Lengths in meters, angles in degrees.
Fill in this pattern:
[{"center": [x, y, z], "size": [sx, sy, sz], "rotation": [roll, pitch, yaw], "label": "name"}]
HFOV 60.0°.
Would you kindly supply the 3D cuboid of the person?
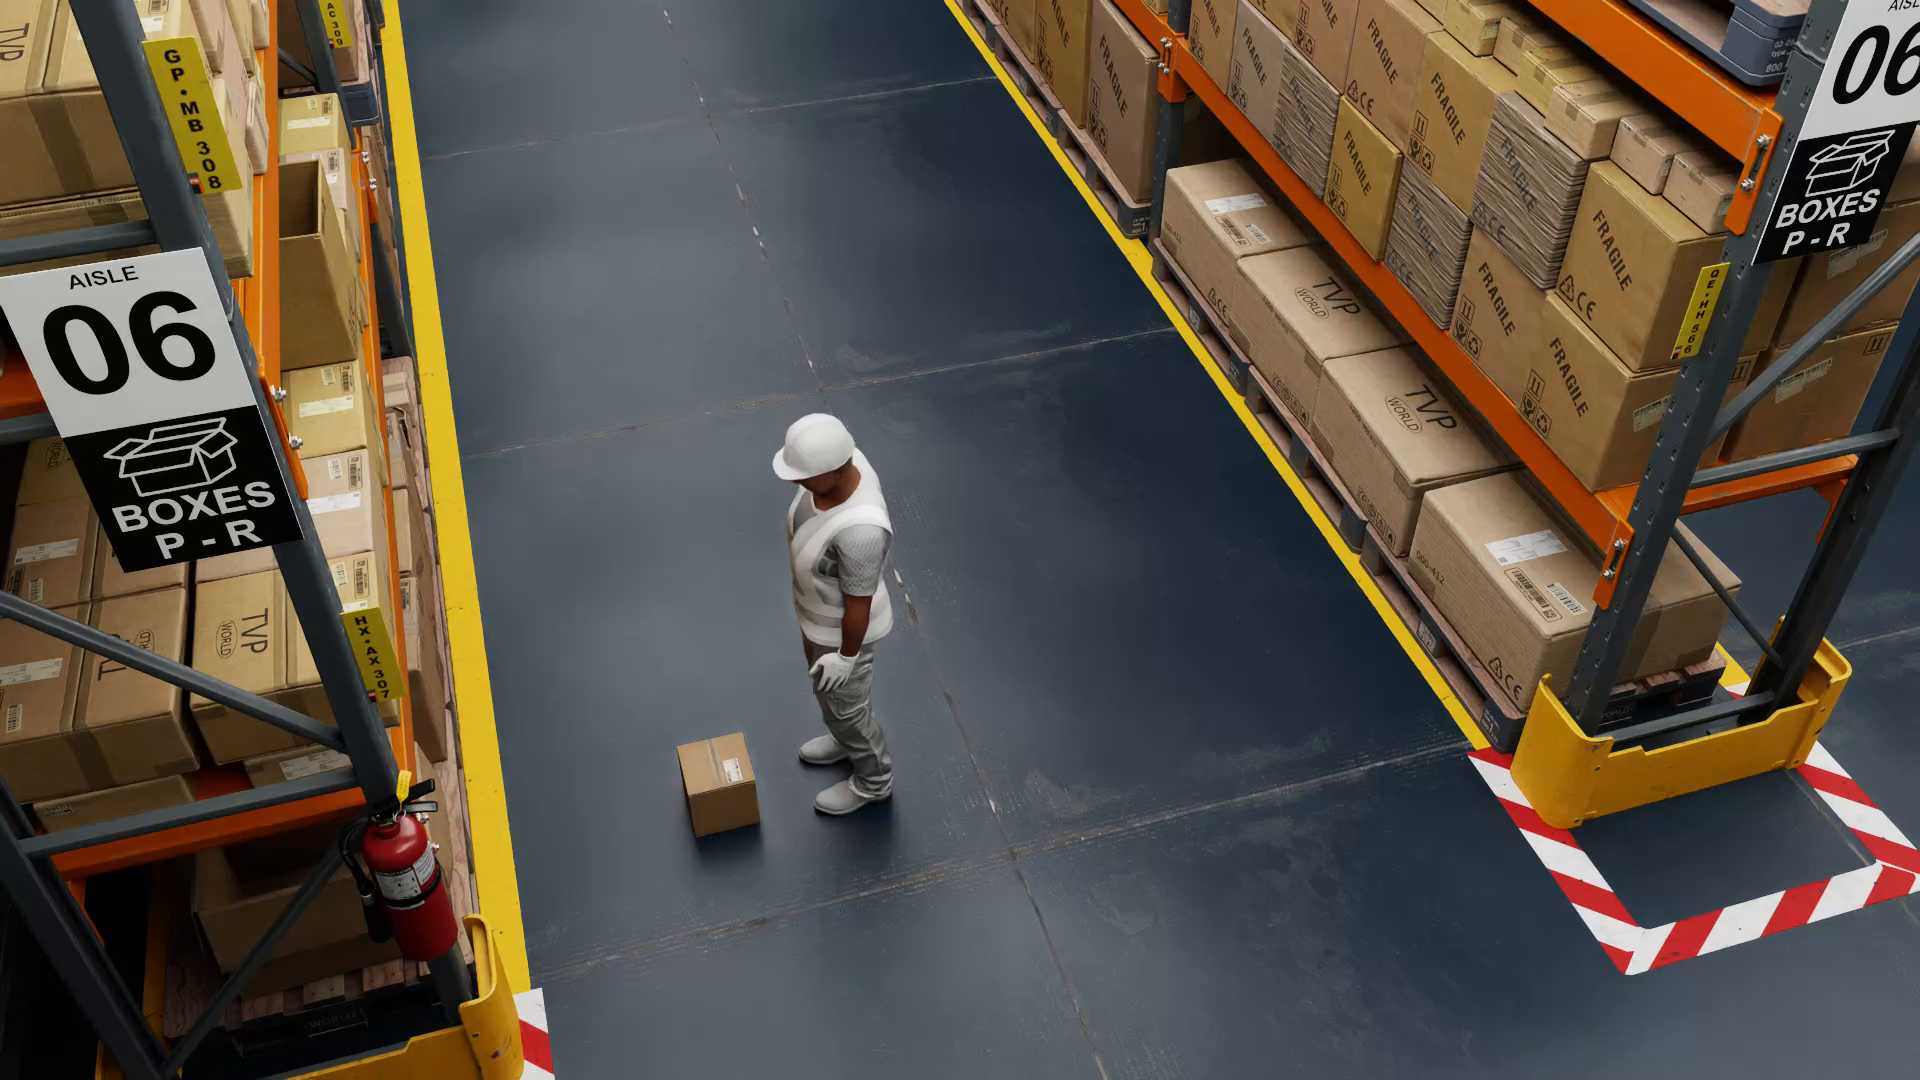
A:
[{"center": [-0.423, 0.267, 5.854], "size": [0.367, 1.772, 0.551], "rotation": [-11, 43, -12], "label": "person"}]
